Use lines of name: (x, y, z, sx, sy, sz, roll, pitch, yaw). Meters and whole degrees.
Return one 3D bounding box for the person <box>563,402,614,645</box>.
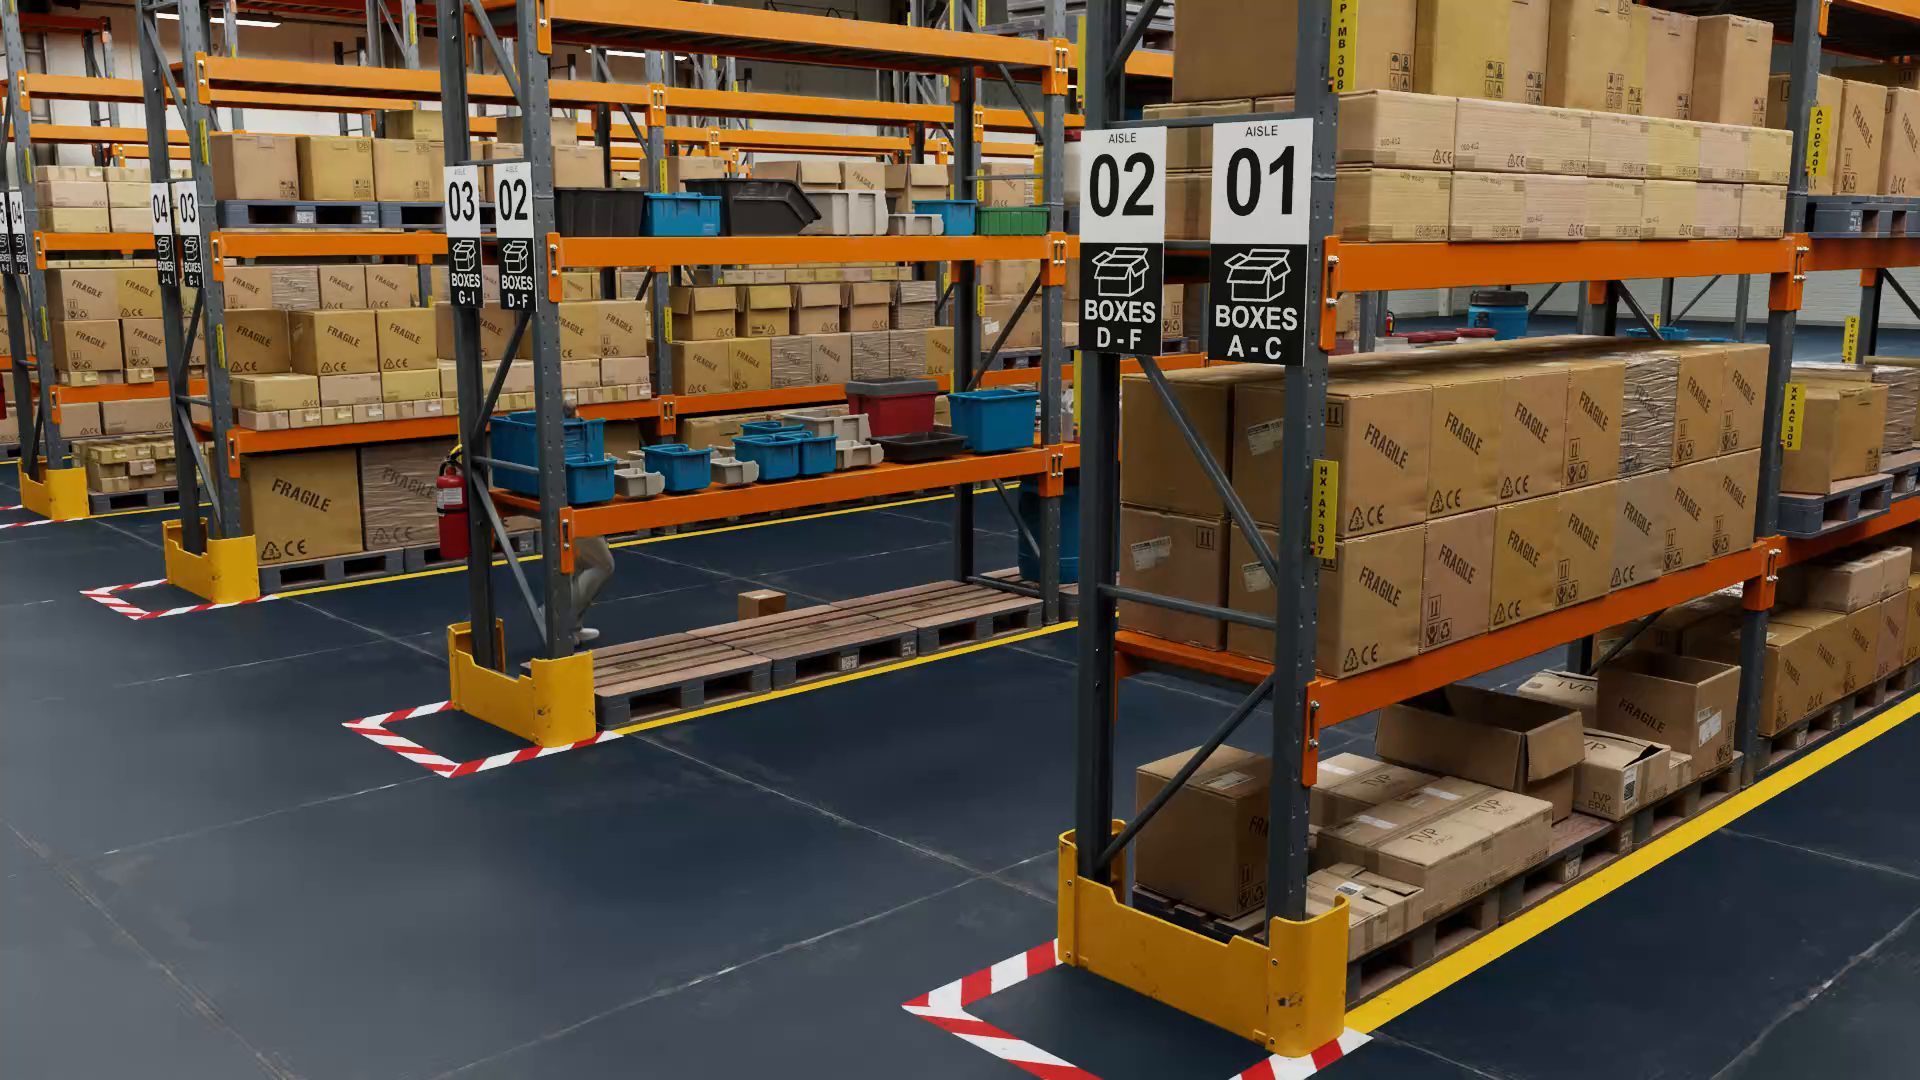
person: (-2.635, -0.116, 11.401, 0.453, 1.663, 0.474, -5, 12, -23)
